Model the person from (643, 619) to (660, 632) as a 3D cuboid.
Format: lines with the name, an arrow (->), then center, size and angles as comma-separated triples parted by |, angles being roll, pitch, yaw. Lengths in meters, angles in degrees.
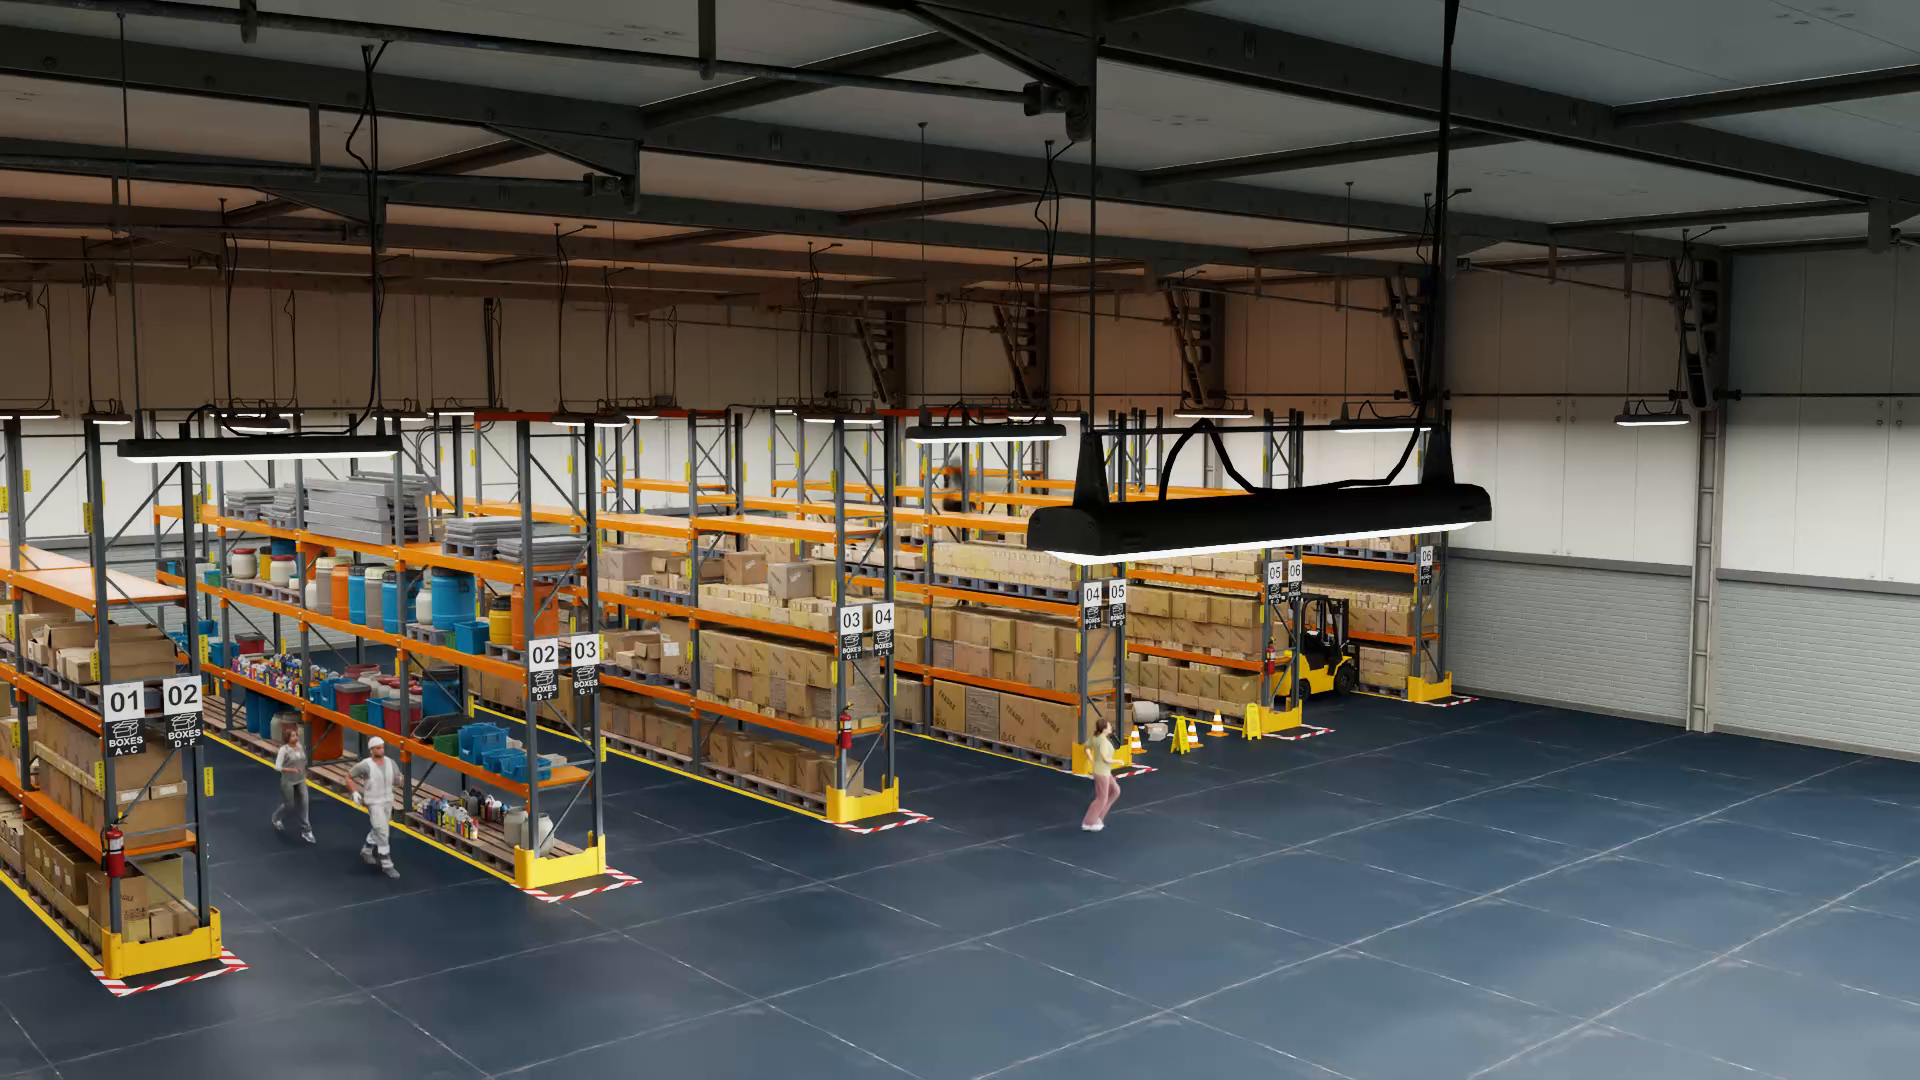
person -> -7.656, 1.855, 41.236 | 0.765, 1.723, 0.715 | 1, 5, 7

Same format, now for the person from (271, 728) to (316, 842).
person -> -9.484, 3.455, 23.608 | 0.877, 1.602, 0.538 | 3, 6, 34

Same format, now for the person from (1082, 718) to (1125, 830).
person -> 2.077, 3.392, 24.067 | 0.614, 1.645, 0.574 | 0, 5, -5

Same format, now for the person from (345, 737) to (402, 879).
person -> -7.664, 3.491, 21.915 | 0.905, 1.817, 0.655 | 3, 6, 31
